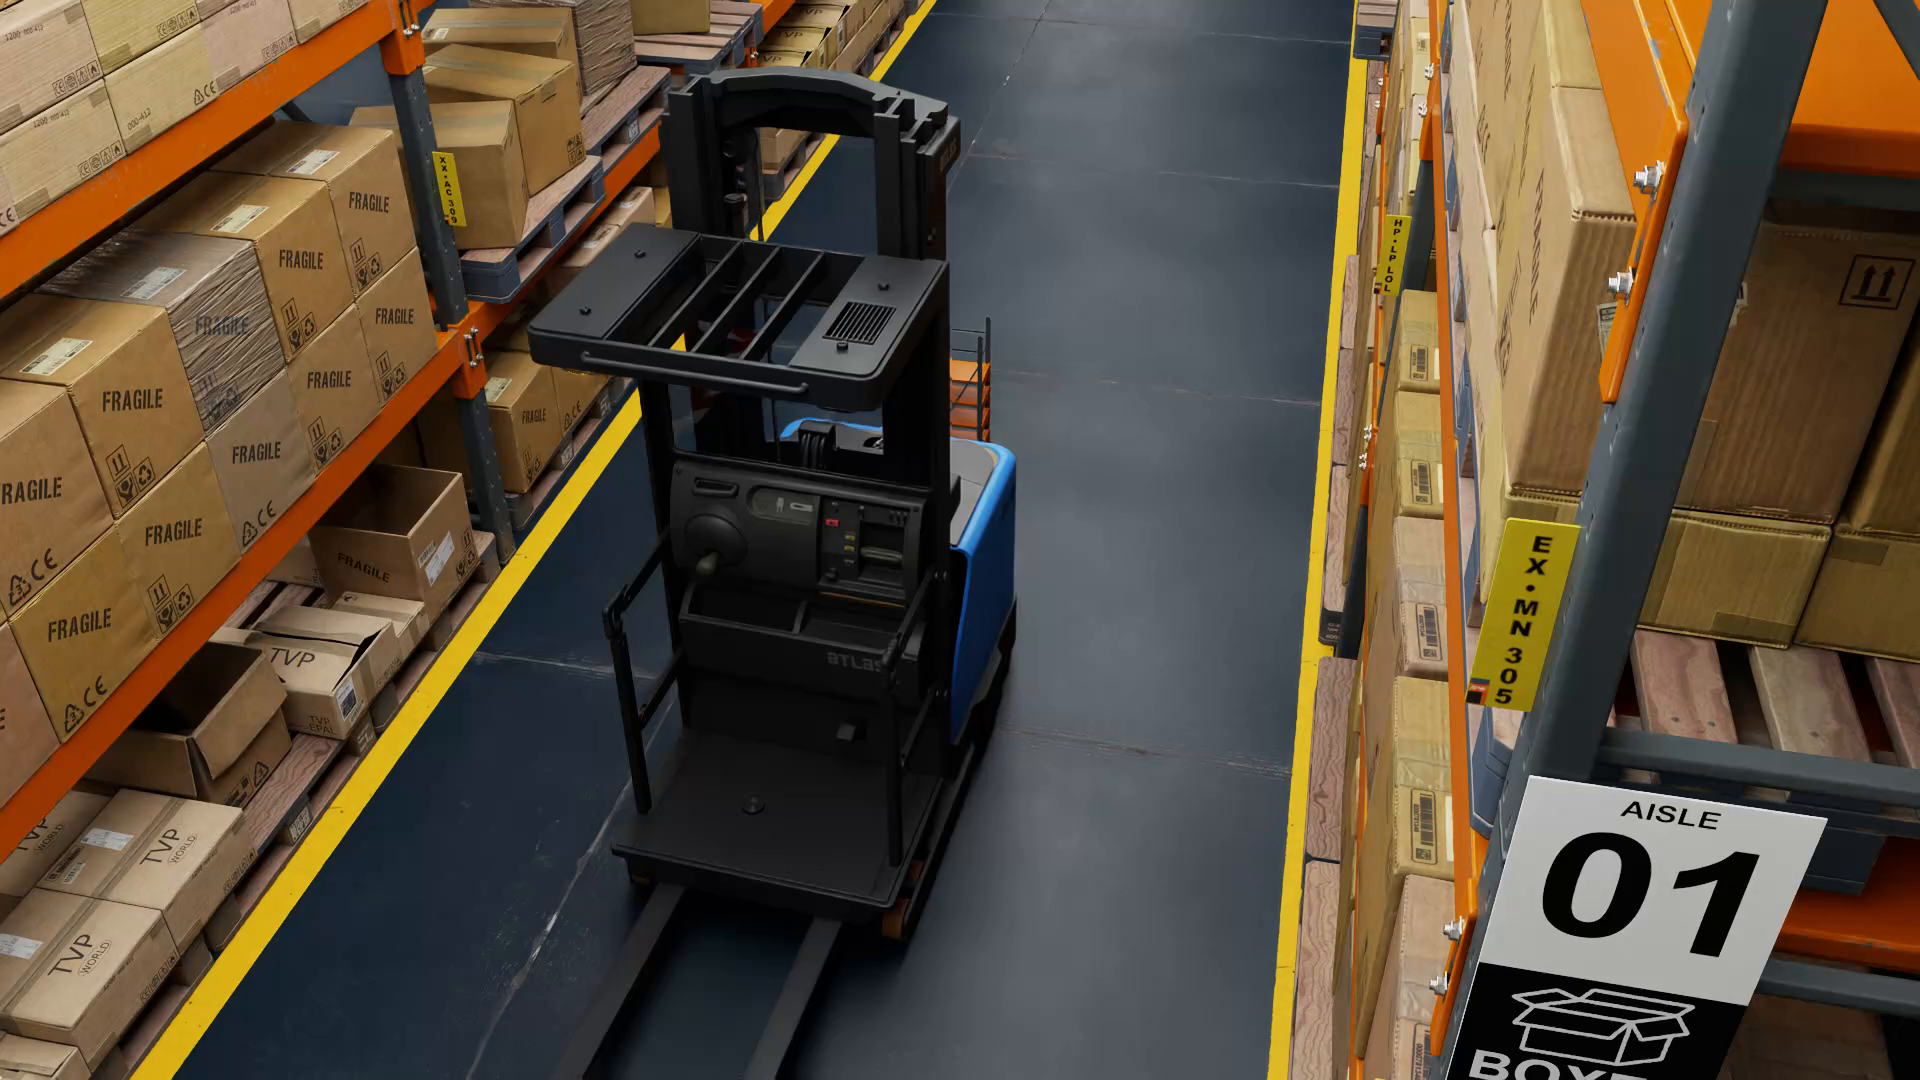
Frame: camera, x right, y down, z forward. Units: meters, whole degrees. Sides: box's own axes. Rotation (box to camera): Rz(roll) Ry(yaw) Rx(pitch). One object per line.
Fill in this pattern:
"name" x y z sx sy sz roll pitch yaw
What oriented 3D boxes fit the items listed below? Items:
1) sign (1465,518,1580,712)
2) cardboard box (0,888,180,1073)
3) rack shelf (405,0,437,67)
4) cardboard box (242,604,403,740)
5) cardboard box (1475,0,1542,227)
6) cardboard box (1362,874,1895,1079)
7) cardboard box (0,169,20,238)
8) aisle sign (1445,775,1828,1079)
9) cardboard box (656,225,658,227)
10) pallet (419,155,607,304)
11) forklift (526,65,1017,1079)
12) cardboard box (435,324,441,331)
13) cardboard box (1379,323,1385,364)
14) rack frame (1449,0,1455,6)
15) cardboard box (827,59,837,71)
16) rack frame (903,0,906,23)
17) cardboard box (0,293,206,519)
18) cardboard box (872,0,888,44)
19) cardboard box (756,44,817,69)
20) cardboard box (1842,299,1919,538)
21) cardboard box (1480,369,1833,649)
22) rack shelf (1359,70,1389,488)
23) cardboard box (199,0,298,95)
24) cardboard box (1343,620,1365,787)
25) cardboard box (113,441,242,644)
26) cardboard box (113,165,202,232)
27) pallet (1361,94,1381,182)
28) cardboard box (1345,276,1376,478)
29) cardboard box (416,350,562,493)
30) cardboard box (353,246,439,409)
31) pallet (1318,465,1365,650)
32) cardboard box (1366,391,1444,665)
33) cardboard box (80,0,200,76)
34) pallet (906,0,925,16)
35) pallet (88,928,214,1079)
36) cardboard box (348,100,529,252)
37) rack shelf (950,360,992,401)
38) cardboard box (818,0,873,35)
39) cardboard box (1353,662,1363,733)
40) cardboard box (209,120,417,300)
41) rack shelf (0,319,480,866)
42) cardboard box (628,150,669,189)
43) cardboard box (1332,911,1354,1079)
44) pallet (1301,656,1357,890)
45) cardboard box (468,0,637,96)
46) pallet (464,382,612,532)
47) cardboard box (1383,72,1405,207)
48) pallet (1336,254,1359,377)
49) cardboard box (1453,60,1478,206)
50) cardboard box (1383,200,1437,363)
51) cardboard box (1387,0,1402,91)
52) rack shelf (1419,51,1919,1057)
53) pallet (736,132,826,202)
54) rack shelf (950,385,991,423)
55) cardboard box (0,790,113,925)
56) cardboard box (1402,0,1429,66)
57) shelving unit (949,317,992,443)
"sign" 0.778 0.109 2.300 0.100 0.325 0.005 7 37 10
"cardboard box" -3.035 1.480 5.621 0.500 0.250 0.500 7 37 10
"rack shelf" -2.253 -3.256 8.243 1.077 0.370 4.000 7 37 10
"cardboard box" -2.685 0.517 6.897 0.500 0.311 0.500 7 37 10
"cardboard box" 1.416 -0.981 3.538 0.500 0.500 0.500 6 36 8
"cardboard box" 1.404 1.311 3.630 0.980 0.700 0.700 9 37 12
"cardboard box" -2.952 -0.881 4.482 0.500 0.250 0.500 7 37 10
"aisle sign" 0.997 0.677 2.545 0.394 0.787 0.004 7 37 10
"cardboard box" -2.014 -1.481 9.493 0.500 0.500 0.500 6 36 8
"pallet" -2.403 -1.553 8.000 1.003 0.211 1.213 7 37 10
"forklift" -0.637 0.045 5.691 1.130 2.935 3.031 9 37 13
"cardboard box" -2.741 -0.953 8.764 0.500 0.500 0.500 7 37 10
"cardboard box" 1.986 -0.851 7.065 0.380 0.149 0.250 8 37 11
"rack frame" 2.160 -2.996 4.716 1.000 3.000 0.127 7 37 10
"cardboard box" -1.216 -3.386 12.352 0.500 0.250 0.500 6 36 9
"rack frame" -0.972 -5.772 13.658 1.000 3.000 0.127 7 37 10
"cardboard box" -2.859 -0.438 5.361 0.500 0.500 0.500 7 37 10
"cardboard box" -0.887 -4.265 13.564 0.500 0.250 0.500 7 36 9
"cardboard box" -1.324 -3.329 11.794 0.500 0.311 0.500 6 36 9
"cardboard box" 1.697 -0.330 2.639 0.500 0.500 0.500 6 36 8
"cardboard box" 1.202 -0.091 2.949 0.500 0.250 0.500 8 37 11
"rack shelf" 2.587 -1.423 8.270 1.077 0.370 4.000 7 37 10
"cardboard box" -2.642 -1.742 5.670 0.500 0.250 0.500 7 37 10
"cardboard box" 1.900 0.691 6.513 0.700 0.500 0.500 8 37 11
"cardboard box" -2.859 -0.025 5.643 0.500 0.500 0.500 8 37 11
"cardboard box" -3.166 -1.101 6.275 0.500 0.500 0.500 6 36 9
"pallet" 3.445 -2.876 12.039 1.003 0.211 1.213 7 37 10
"cardboard box" 2.358 -0.766 8.224 0.750 0.750 0.750 8 37 11
"cardboard box" -2.339 -0.599 8.275 0.500 0.500 0.500 6 36 8
"cardboard box" -2.537 -0.908 6.861 0.500 0.500 0.500 8 37 11
"pallet" 2.251 0.110 7.918 1.003 0.211 1.213 7 37 10
"cardboard box" 1.866 0.038 5.386 0.980 0.700 0.700 6 36 9
"cardboard box" -2.738 -1.657 5.126 0.500 0.250 0.500 7 37 10
"pallet" -0.761 -5.094 15.099 1.003 0.211 1.213 7 37 10
"pallet" -3.349 1.736 5.676 1.003 0.211 1.213 7 37 10
"cardboard box" -2.361 -1.640 7.514 0.700 0.500 0.500 -4 36 -6
"rack shelf" 0.003 -0.750 7.724 0.258 0.103 0.180 7 37 10
"cardboard box" -0.992 -4.203 13.001 0.500 0.311 0.500 7 37 10
"cardboard box" 1.648 0.602 6.083 0.380 0.149 0.250 8 37 12
"cardboard box" -2.536 -1.309 6.563 0.500 0.500 0.500 7 37 10
"rack shelf" -3.108 0.252 5.959 1.077 0.370 4.000 7 37 10
"cardboard box" -1.805 -2.350 10.053 0.500 0.250 0.500 9 37 12
"cardboard box" 1.571 1.579 5.288 0.700 0.500 0.500 6 36 8
"pallet" 1.921 0.988 6.707 1.003 0.211 1.213 7 37 10
"cardboard box" -2.233 -2.814 9.134 0.700 0.500 0.500 14 38 19
"pallet" -2.544 -0.528 8.799 1.003 0.211 1.213 7 37 10
"cardboard box" 2.328 -1.900 7.960 0.500 0.500 0.500 8 37 11
"pallet" 2.772 -1.289 9.848 1.003 0.211 1.213 7 37 10
"cardboard box" 1.529 -0.983 4.179 0.500 0.250 0.500 6 36 9
"cardboard box" 2.012 -1.032 6.763 0.500 0.500 0.500 7 36 9
"cardboard box" 2.660 -2.783 9.178 0.500 0.500 0.500 8 37 11
"rack shelf" 1.732 -0.344 4.225 1.077 0.370 4.000 7 37 10
"pallet" -1.612 -2.817 11.957 1.003 0.211 1.213 7 37 10
"rack shelf" 0.003 -0.652 7.795 0.258 0.103 0.180 7 37 10
"cardboard box" -3.427 1.159 6.063 0.500 0.250 0.500 7 37 10
"cardboard box" 2.448 -2.510 8.162 0.500 0.250 0.500 8 37 10
"shelving unit" 0.003 -0.494 7.909 0.258 1.200 0.189 7 37 10
